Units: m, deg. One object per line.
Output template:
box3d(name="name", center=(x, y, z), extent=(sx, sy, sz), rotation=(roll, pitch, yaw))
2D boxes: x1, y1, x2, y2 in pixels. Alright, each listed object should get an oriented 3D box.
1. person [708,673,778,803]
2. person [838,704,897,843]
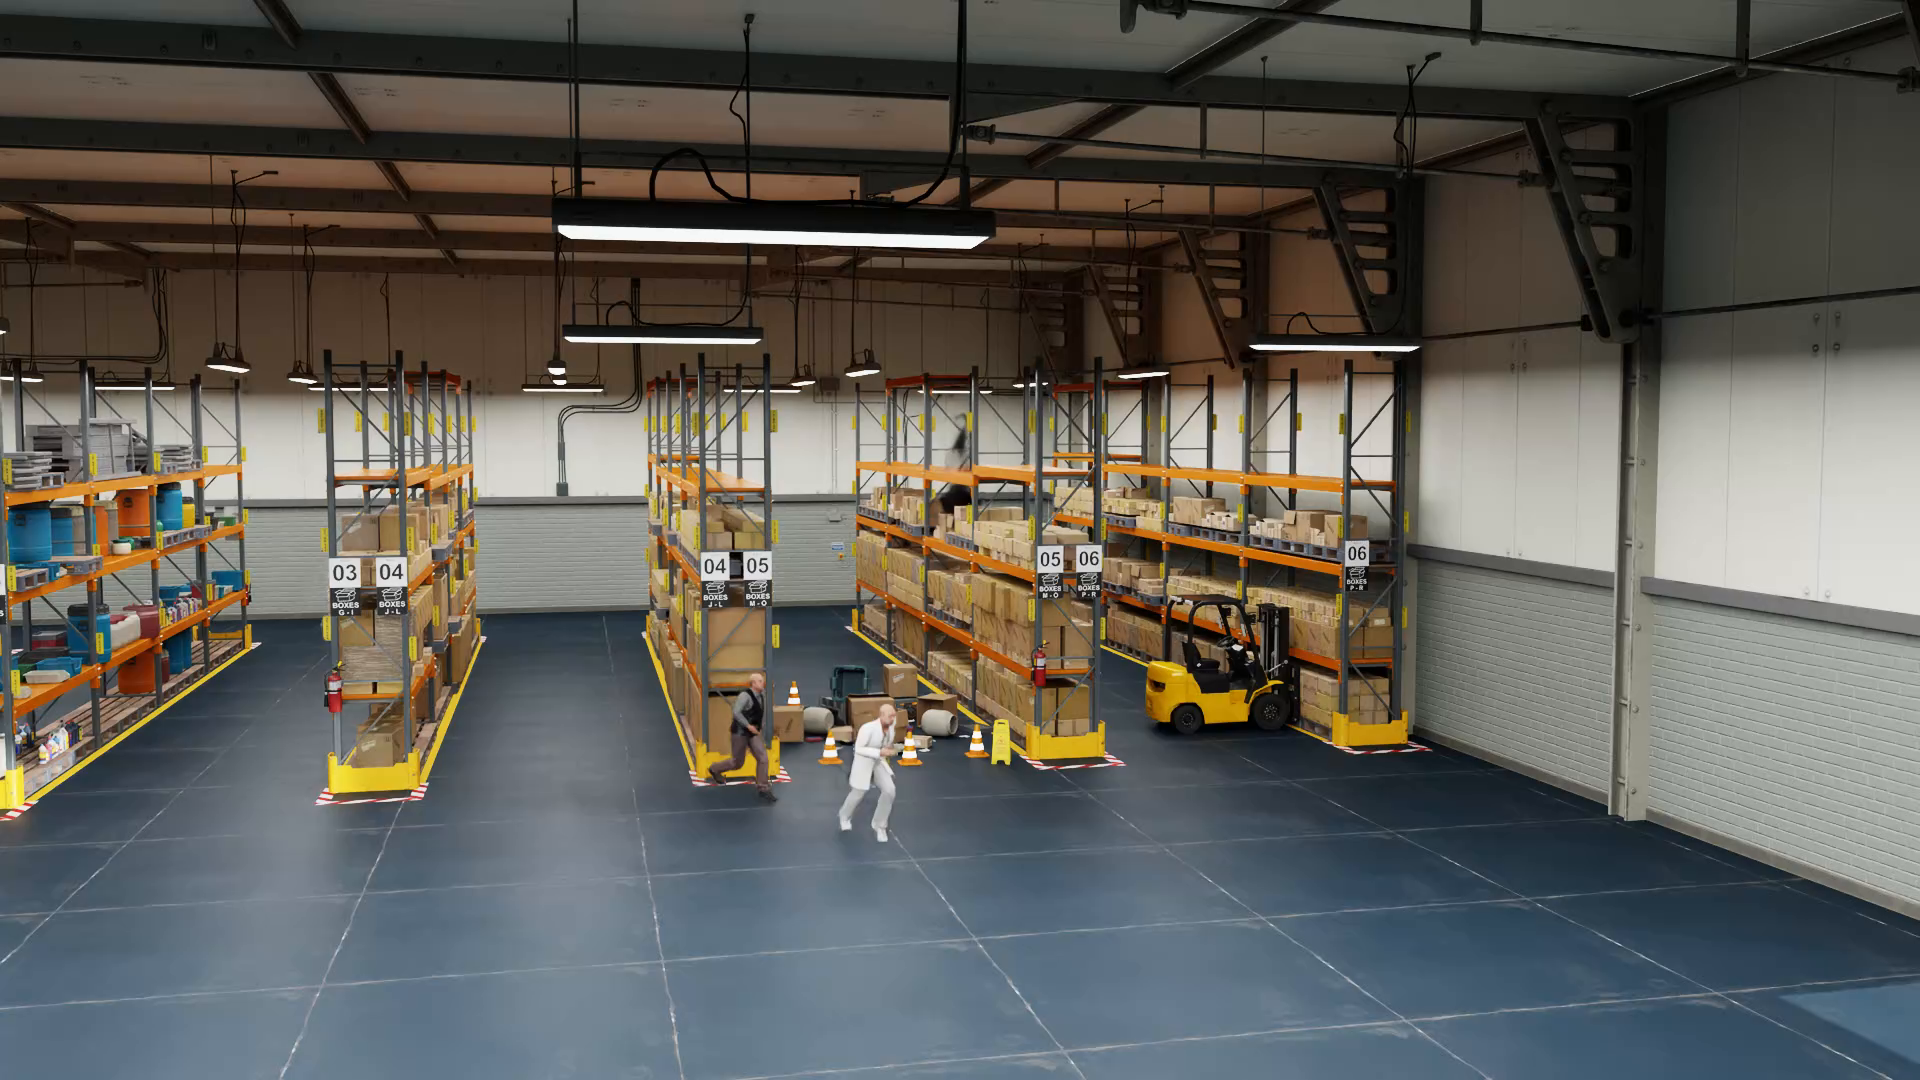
box3d(name="person", center=(-2.892, 2.622, 22.225), extent=(1.065, 1.717, 0.660), rotation=(2, 4, 27))
box3d(name="person", center=(-1.095, 2.877, 20.120), extent=(0.751, 1.569, 1.072), rotation=(-4, 6, -44))
